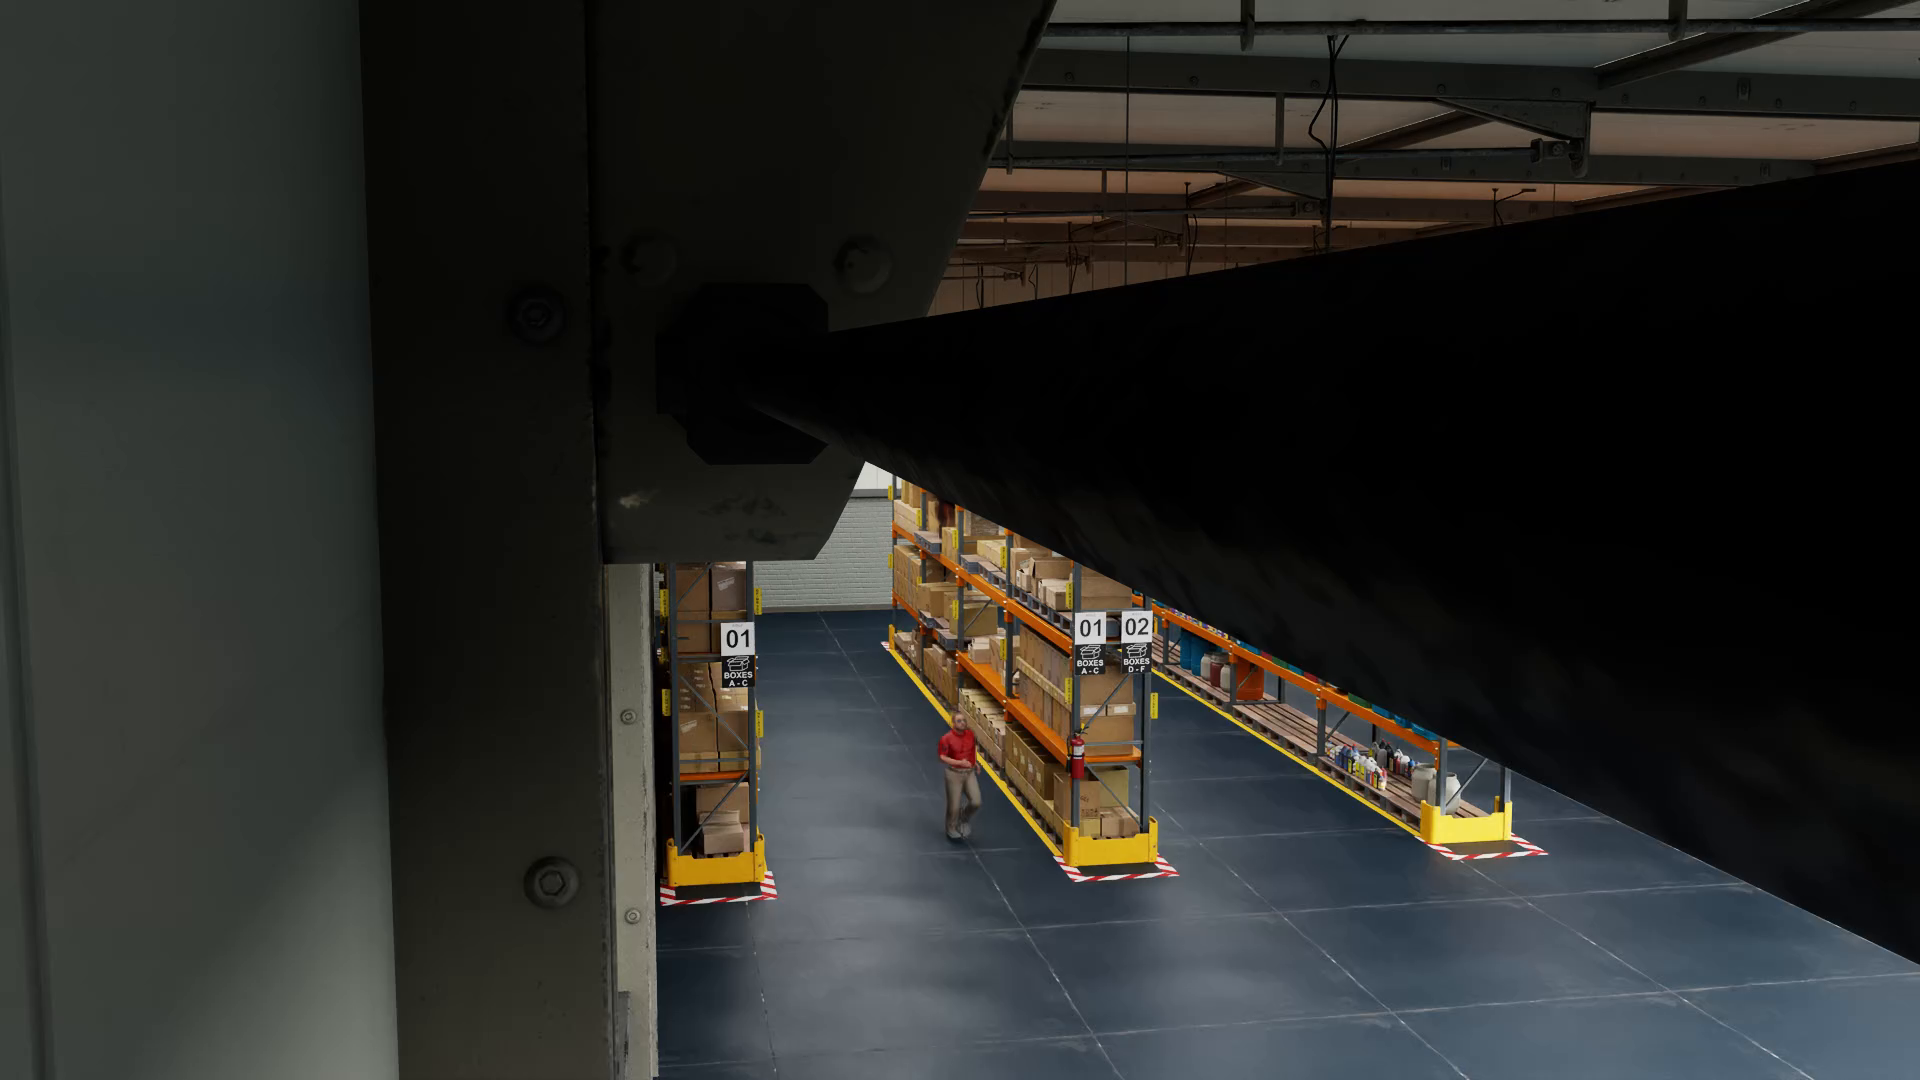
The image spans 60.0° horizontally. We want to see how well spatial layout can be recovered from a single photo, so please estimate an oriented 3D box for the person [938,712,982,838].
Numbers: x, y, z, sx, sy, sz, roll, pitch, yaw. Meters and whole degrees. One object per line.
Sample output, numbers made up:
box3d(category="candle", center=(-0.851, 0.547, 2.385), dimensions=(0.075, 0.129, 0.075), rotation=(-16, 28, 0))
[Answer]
box3d(category="person", center=(0.028, 3.116, 21.889), dimensions=(0.646, 1.697, 0.655), rotation=(-3, 7, -28))
